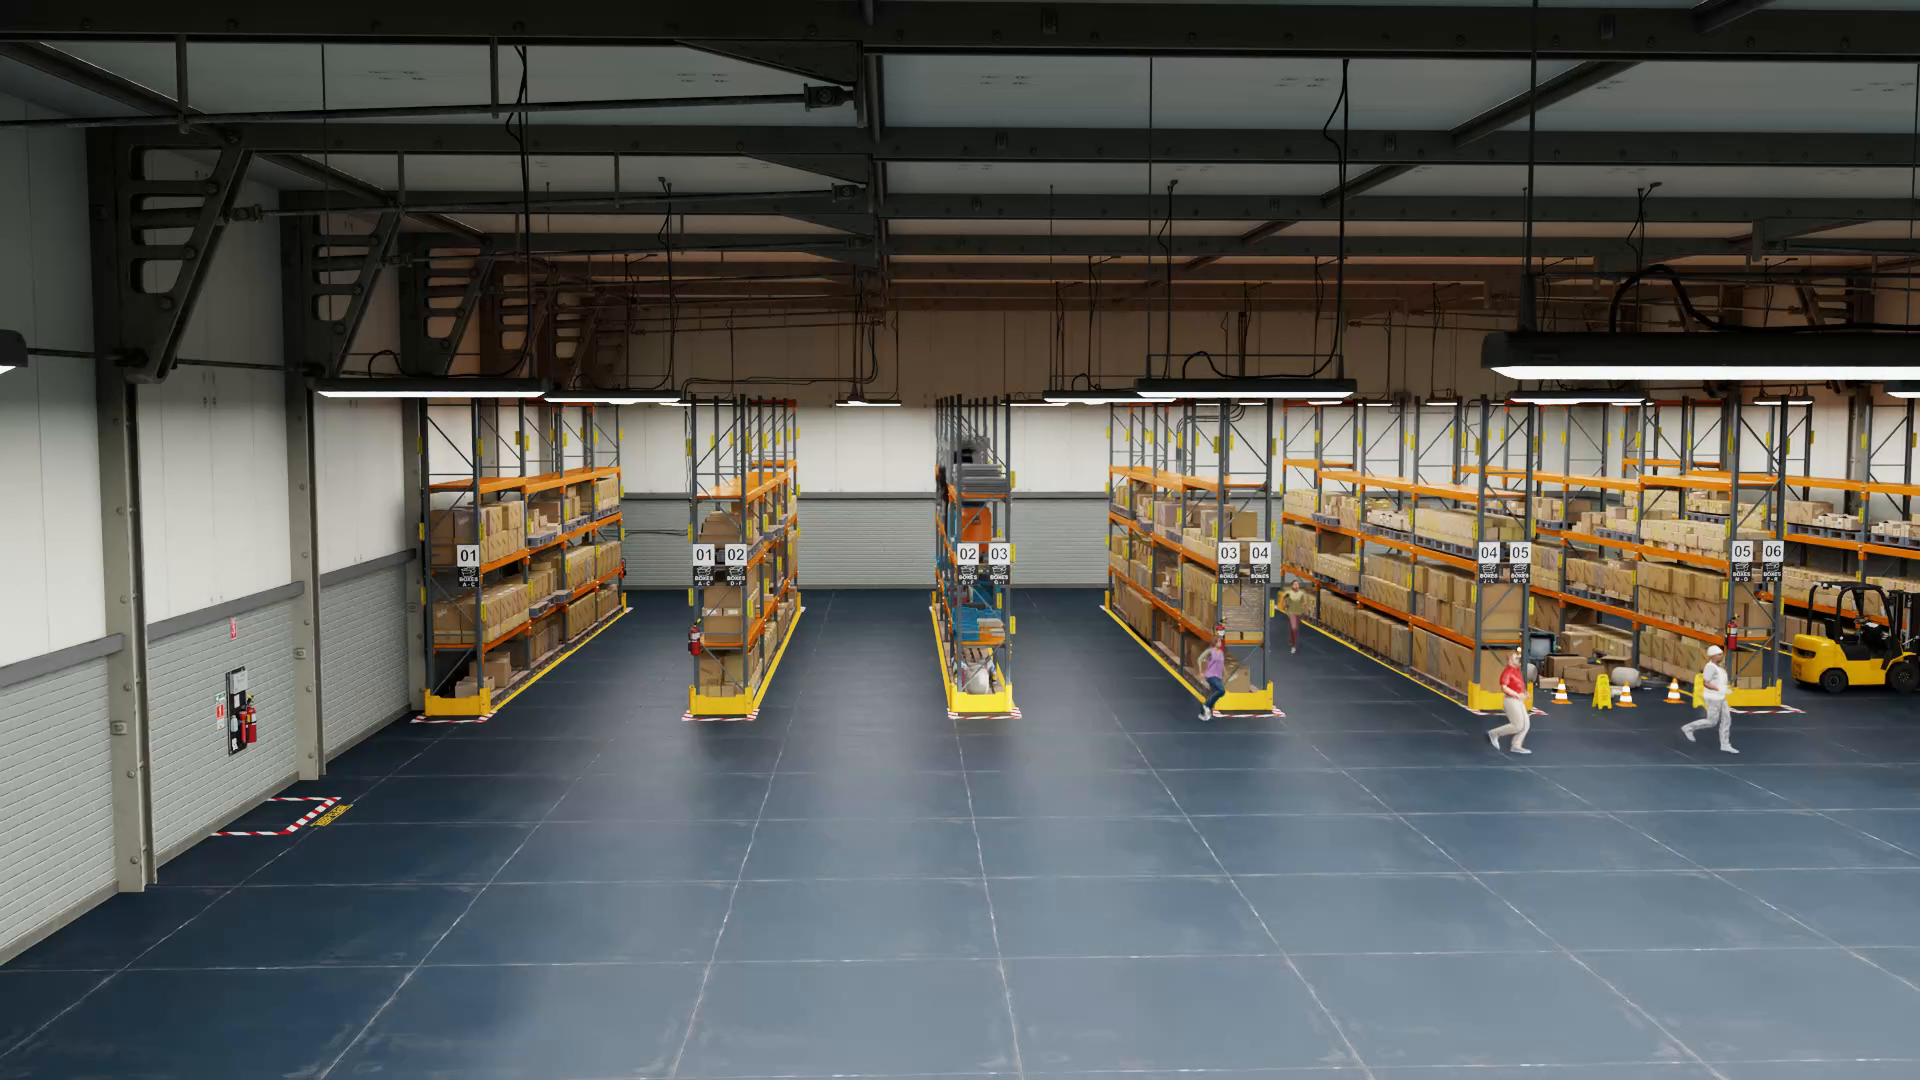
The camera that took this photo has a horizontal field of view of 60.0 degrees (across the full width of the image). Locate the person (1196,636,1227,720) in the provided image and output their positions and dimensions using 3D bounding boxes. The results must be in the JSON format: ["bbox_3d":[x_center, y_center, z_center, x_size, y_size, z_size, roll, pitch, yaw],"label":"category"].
[{"bbox_3d":[4.703,2.541,30.592,0.545,1.530,0.551,-4,6,-45],"label":"person"}]

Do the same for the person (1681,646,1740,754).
[{"bbox_3d":[12.598,2.655,27.841,0.916,1.782,0.682,4,6,40],"label":"person"}]

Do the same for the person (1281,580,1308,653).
[{"bbox_3d":[7.944,1.790,39.432,0.564,1.716,0.775,0,5,-6],"label":"person"}]

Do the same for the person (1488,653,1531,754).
[{"bbox_3d":[9.169,2.705,27.681,0.672,1.675,0.666,3,5,29],"label":"person"}]
